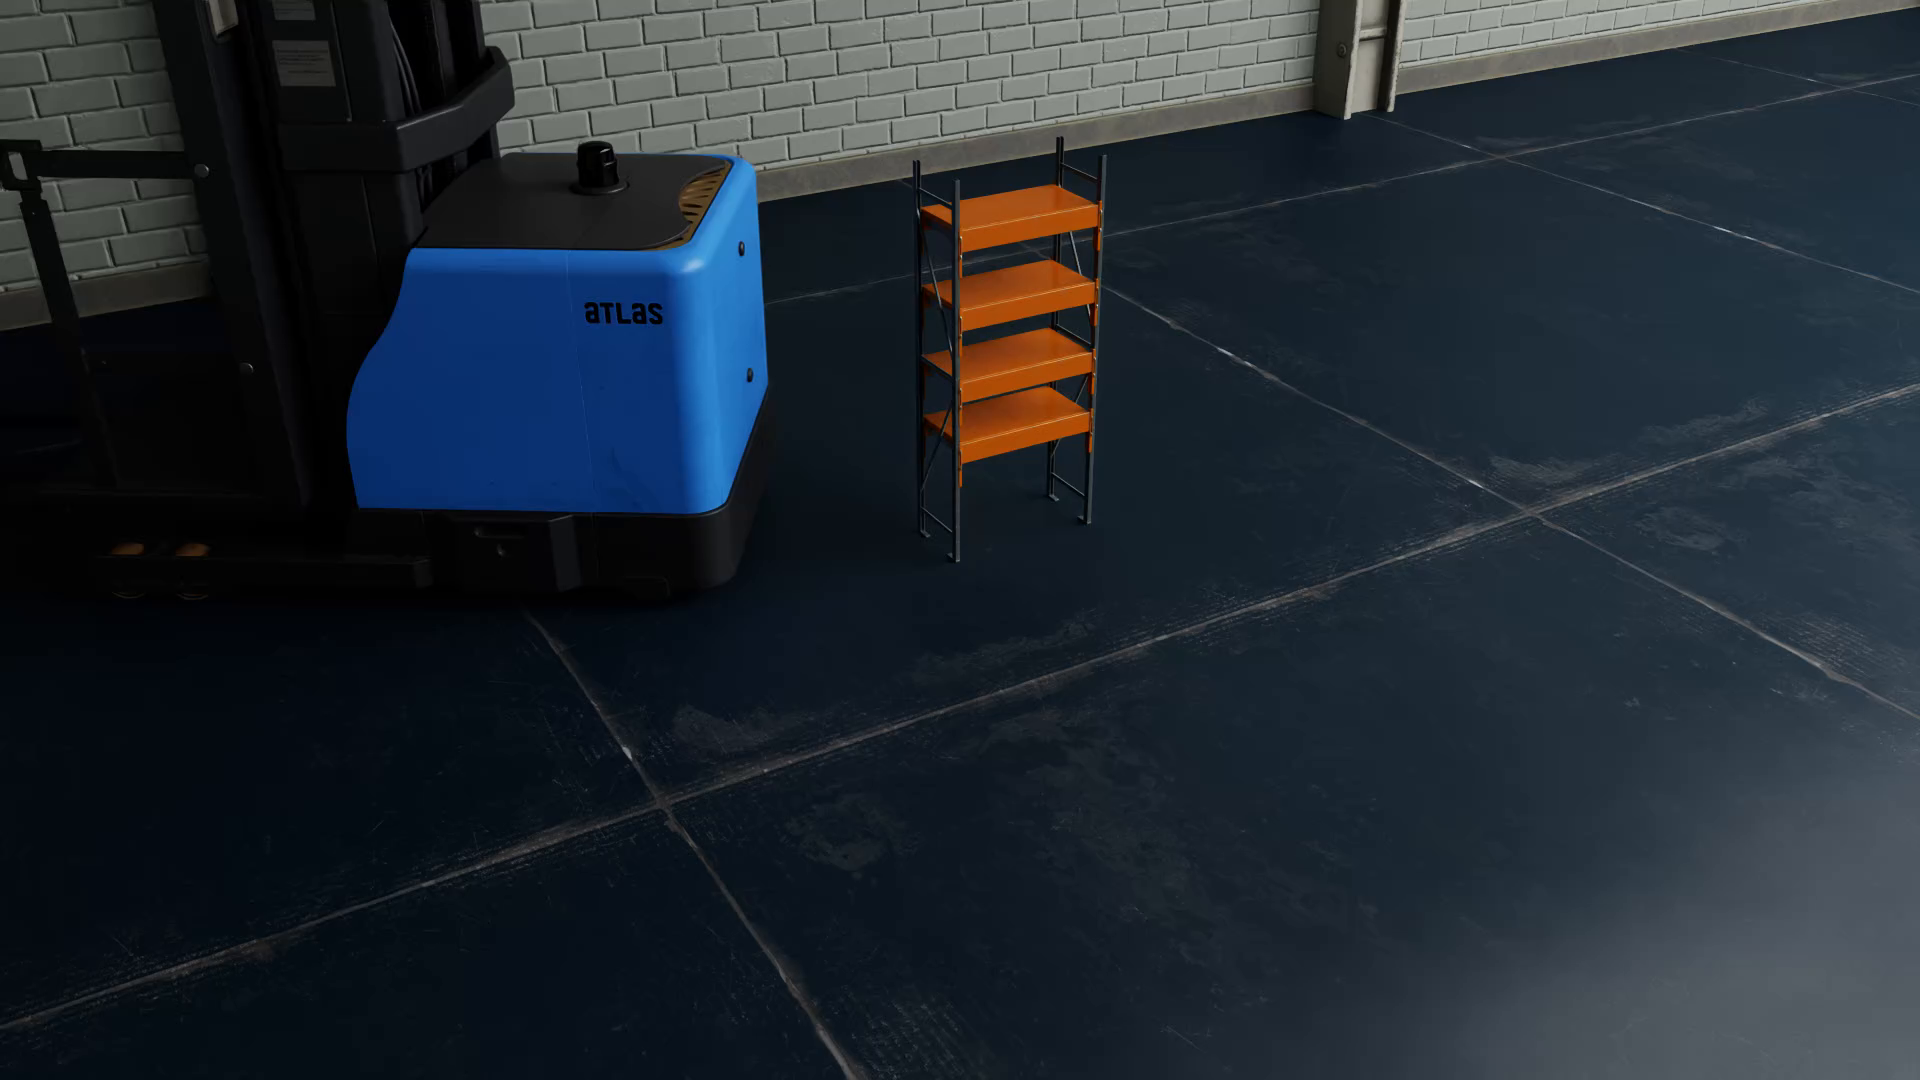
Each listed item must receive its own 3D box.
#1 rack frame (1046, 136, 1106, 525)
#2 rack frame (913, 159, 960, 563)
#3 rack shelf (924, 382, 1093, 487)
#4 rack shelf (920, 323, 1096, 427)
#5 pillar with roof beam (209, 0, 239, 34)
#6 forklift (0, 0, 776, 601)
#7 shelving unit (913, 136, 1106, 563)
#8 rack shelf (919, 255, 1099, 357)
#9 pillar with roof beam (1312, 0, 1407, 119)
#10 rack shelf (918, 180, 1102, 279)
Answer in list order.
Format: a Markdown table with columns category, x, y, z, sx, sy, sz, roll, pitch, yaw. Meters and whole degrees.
| category | x | y | z | sx | sy | sz | roll | pitch | yaw |
| --- | --- | --- | --- | --- | --- | --- | --- | --- | --- |
| rack frame | 0.353 | -0.626 | 5.142 | 0.015 | 1.200 | 0.240 | -16 | 33 | -26 |
| rack frame | -0.068 | -0.506 | 4.925 | 0.015 | 1.200 | 0.240 | -16 | 33 | -26 |
| rack shelf | 0.143 | -0.333 | 5.162 | 0.480 | 0.148 | 0.258 | -16 | 33 | -26 |
| rack shelf | 0.143 | -0.507 | 5.066 | 0.480 | 0.148 | 0.258 | -16 | 33 | -26 |
| pillar with roof beam | -0.663 | -3.241 | 1.809 | 0.400 | 9.000 | 9.100 | -16 | 33 | -26 |
| forklift | -2.158 | -1.358 | 4.678 | 3.031 | 2.935 | 1.130 | 1 | 29 | 2 |
| shelving unit | 0.143 | -0.566 | 5.034 | 0.503 | 1.200 | 0.258 | -16 | 33 | -26 |
| rack shelf | 0.143 | -0.703 | 4.958 | 0.480 | 0.148 | 0.258 | -16 | 33 | -26 |
| pillar with roof beam | 4.510 | -4.710 | 4.470 | 0.400 | 9.000 | 9.100 | -16 | 33 | -26 |
| rack shelf | 0.143 | -0.910 | 4.844 | 0.480 | 0.148 | 0.258 | -16 | 33 | -26 |
